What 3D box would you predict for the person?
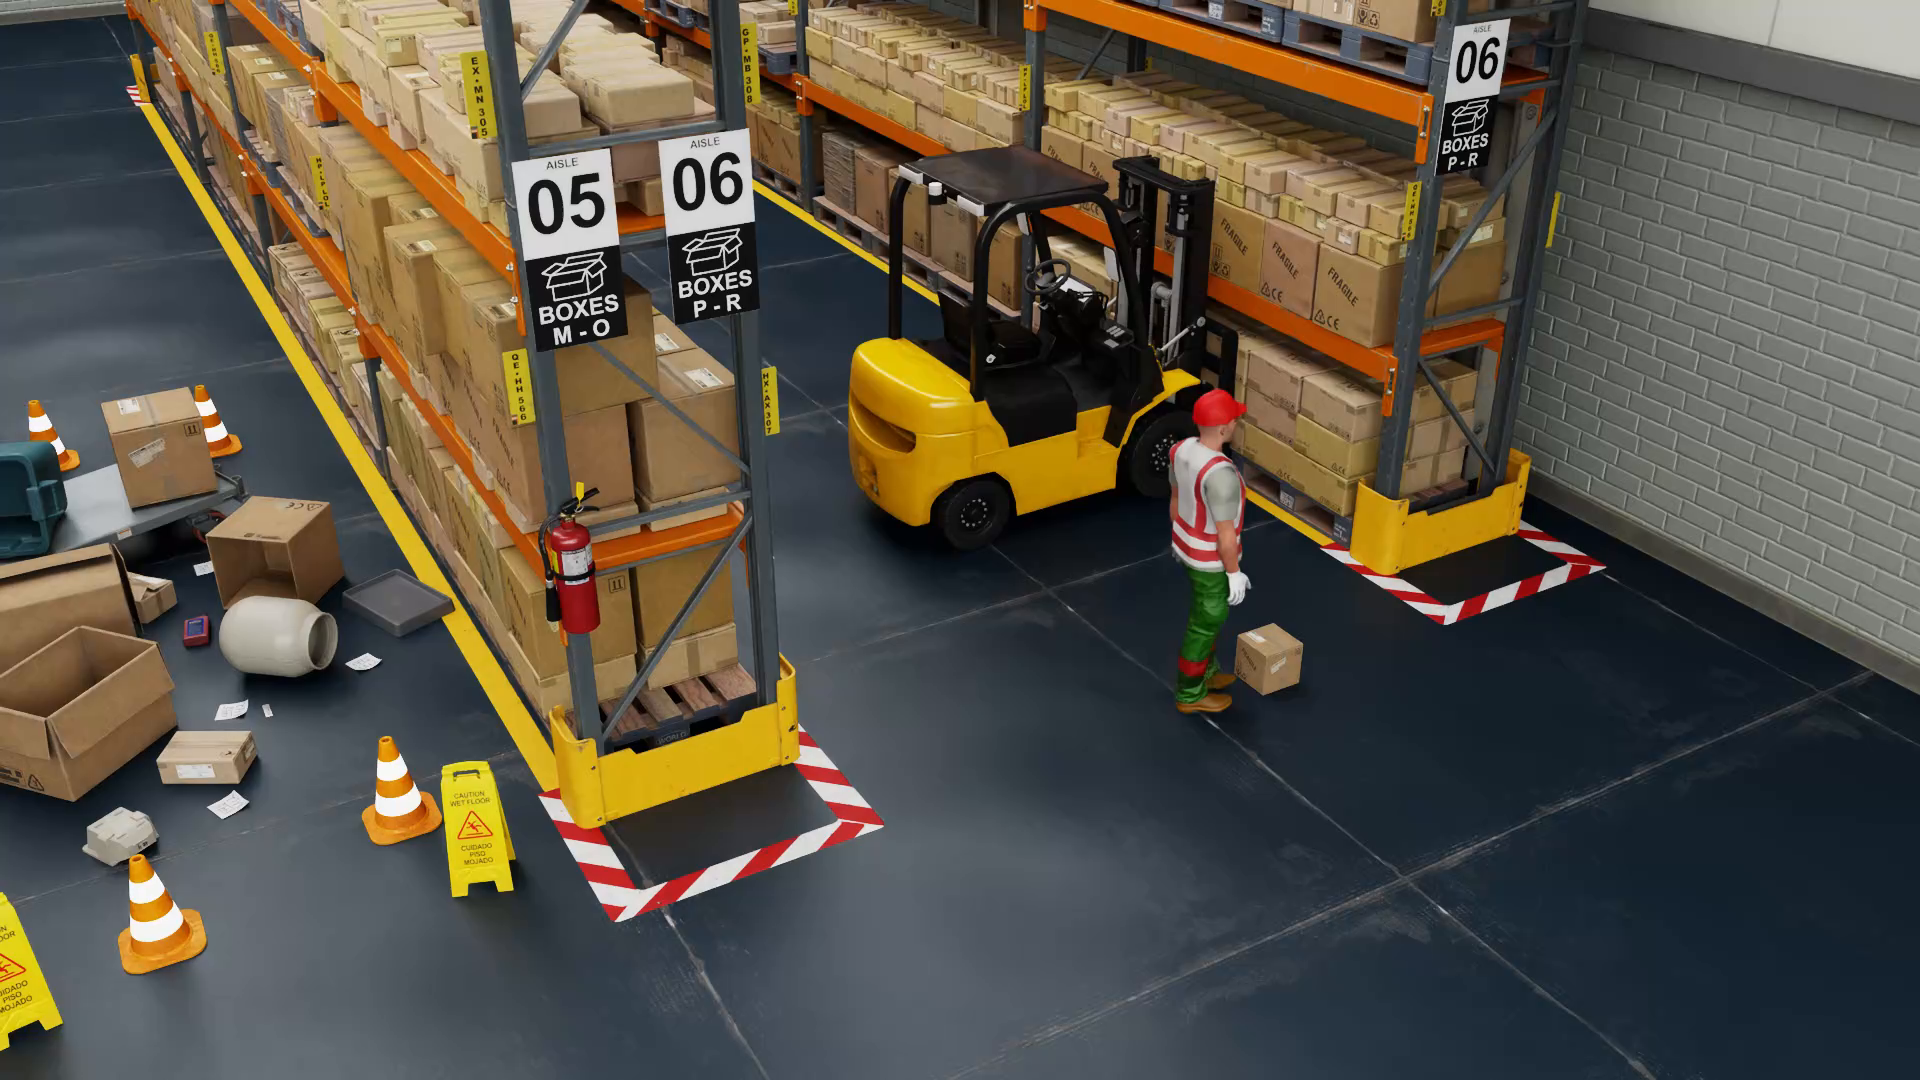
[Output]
[{"bbox_3d":[1.317,0.088,8.405,0.496,1.832,0.585,-8,30,-14],"label":"person"}]
